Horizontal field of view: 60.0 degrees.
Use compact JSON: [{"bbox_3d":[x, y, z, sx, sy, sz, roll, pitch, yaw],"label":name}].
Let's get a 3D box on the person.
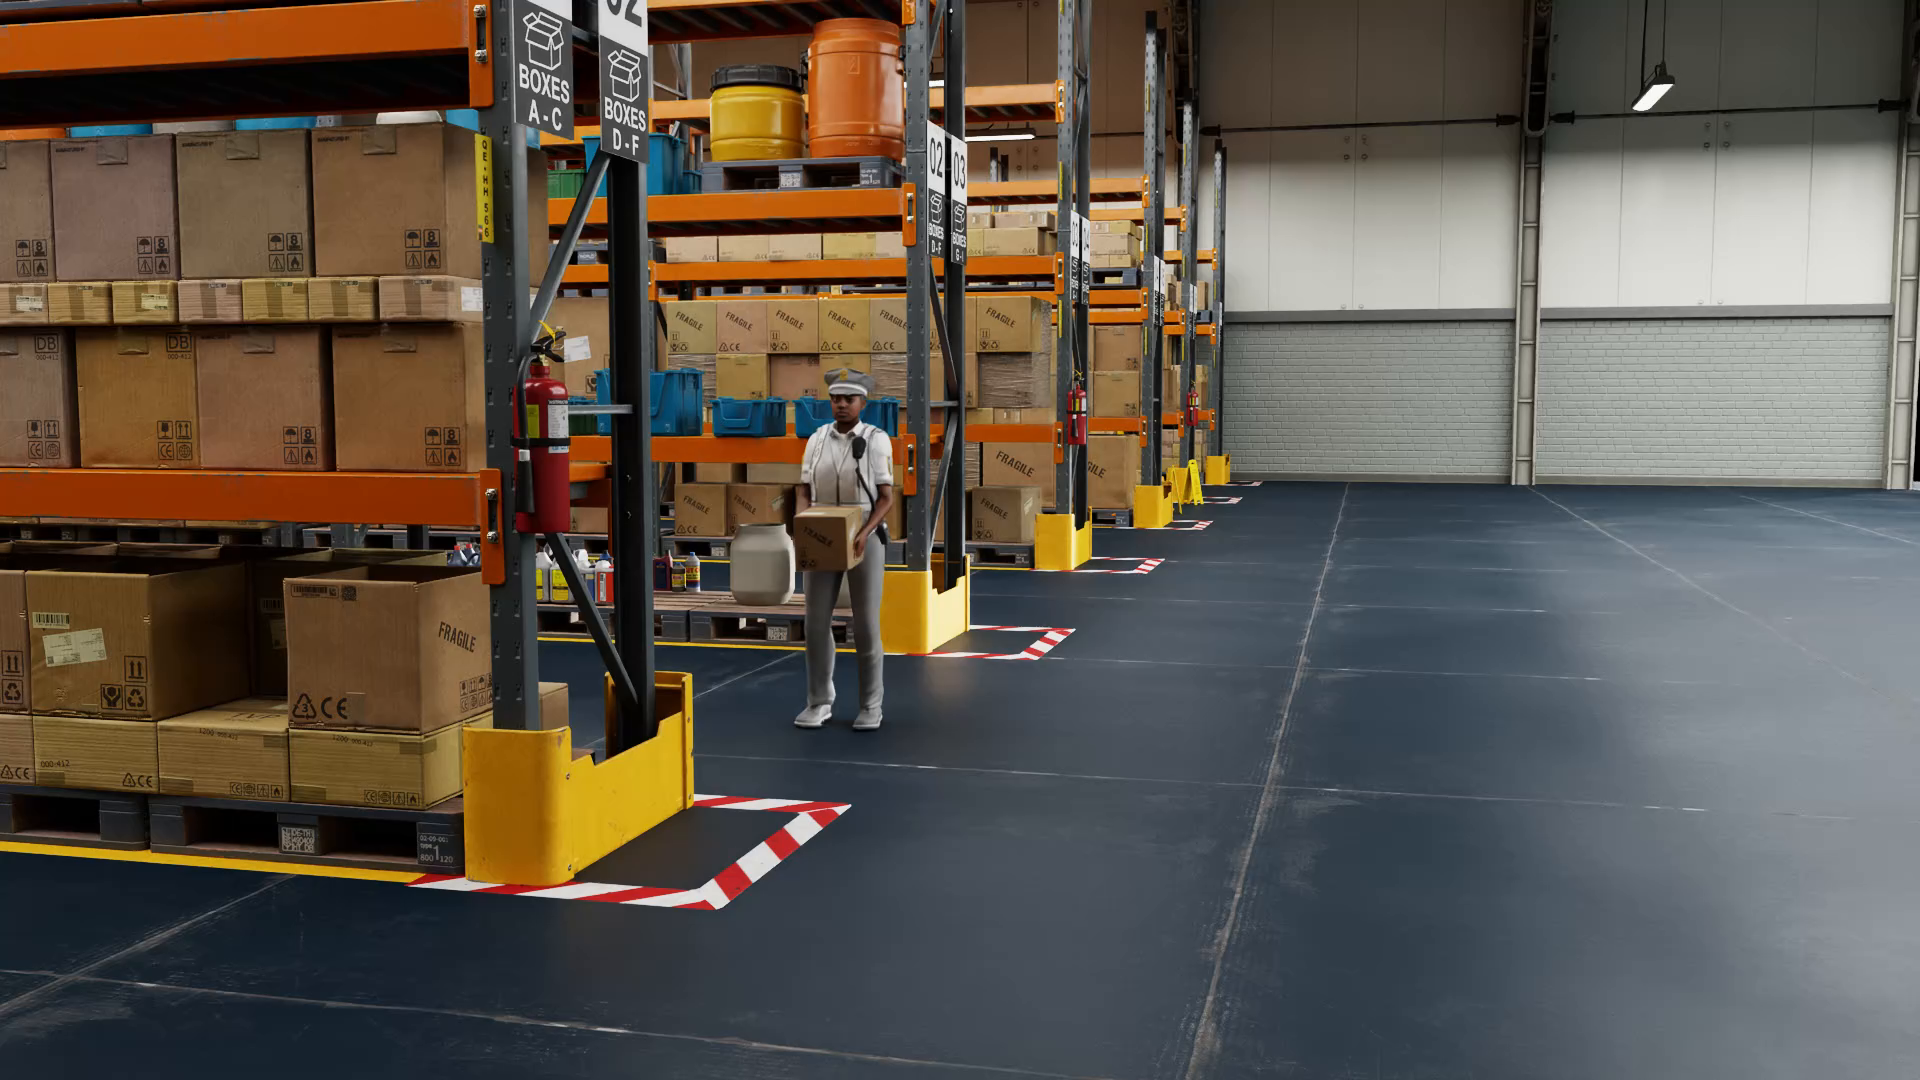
[{"bbox_3d":[-0.551,0.039,7.799,0.473,1.690,0.478,1,5,13],"label":"person"}]
